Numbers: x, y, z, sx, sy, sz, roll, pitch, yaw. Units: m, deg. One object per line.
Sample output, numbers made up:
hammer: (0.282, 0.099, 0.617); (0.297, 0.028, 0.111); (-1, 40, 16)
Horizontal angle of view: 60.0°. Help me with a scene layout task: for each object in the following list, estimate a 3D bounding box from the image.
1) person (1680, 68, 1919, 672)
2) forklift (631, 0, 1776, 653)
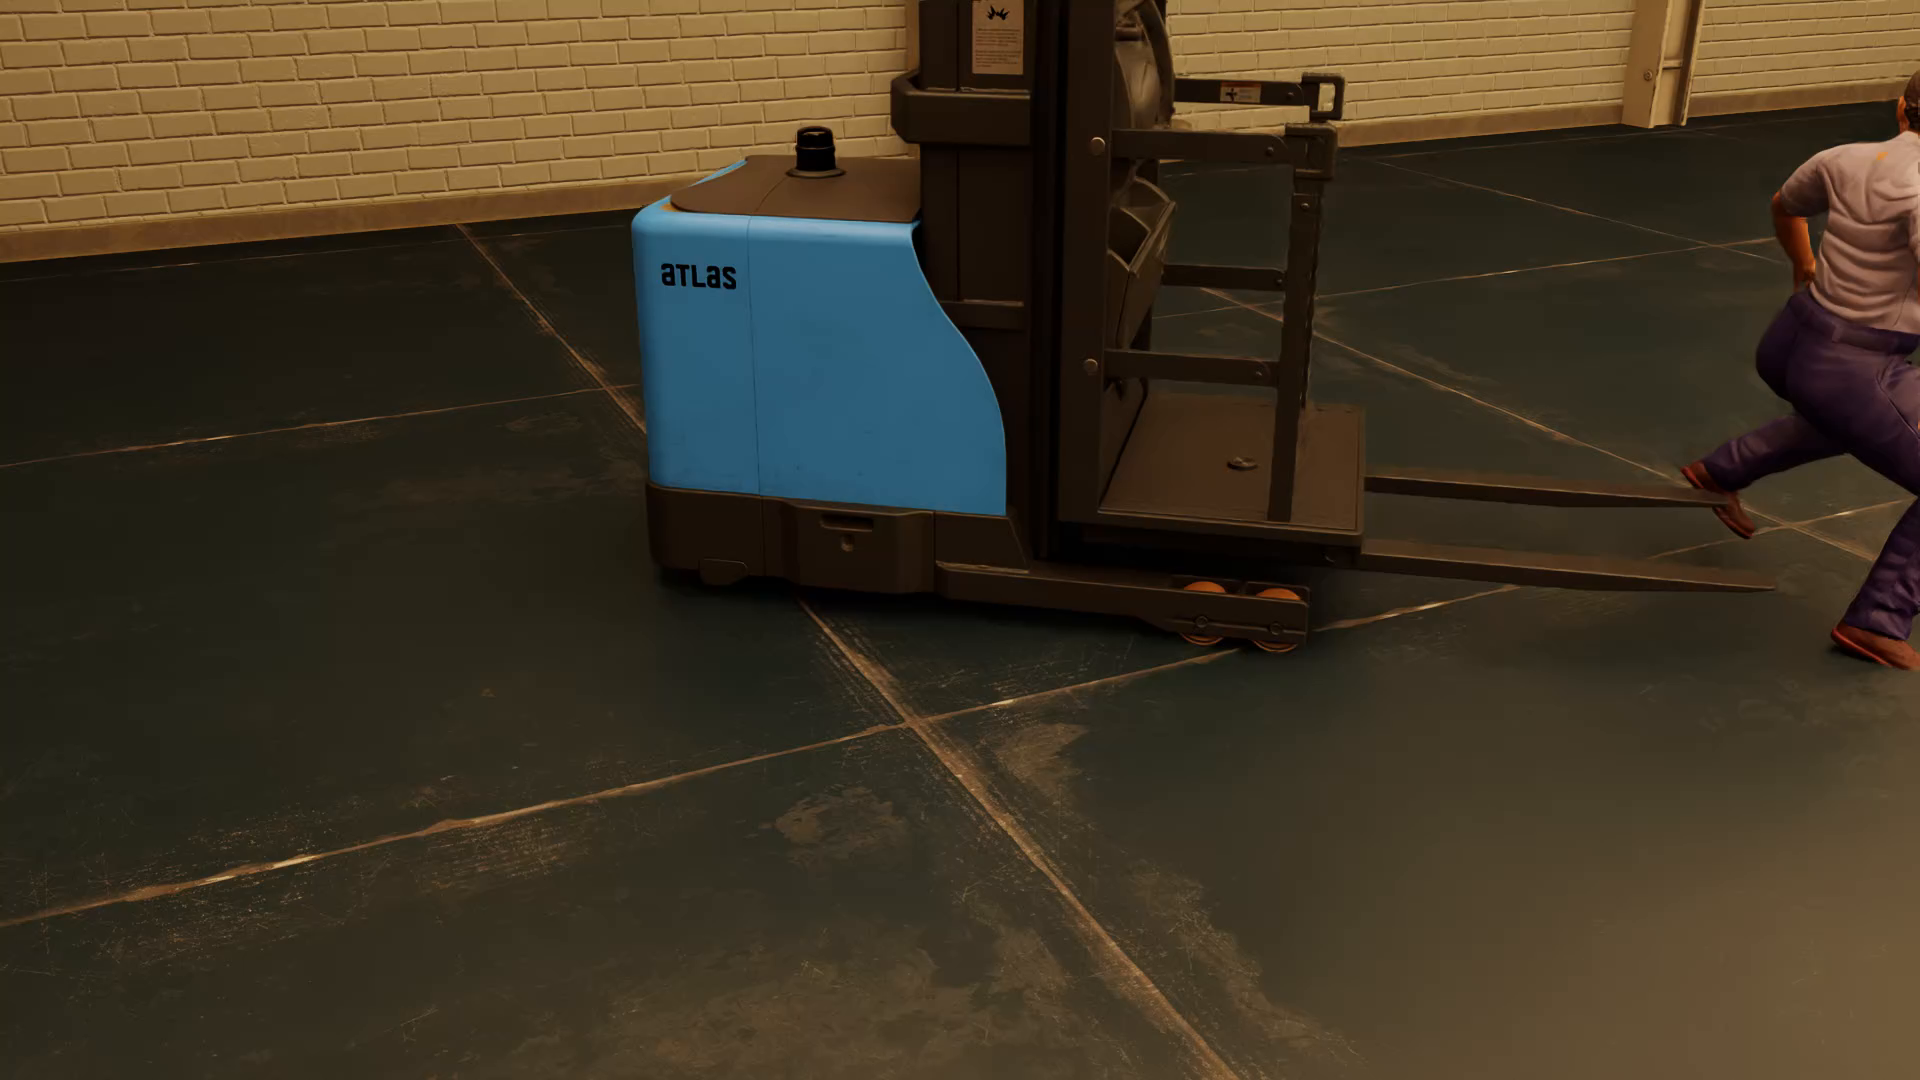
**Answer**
person: (2.379, -0.455, 4.322); (0.485, 1.544, 1.049); (0, 23, 1)
forklift: (0.678, -1.280, 4.368); (3.031, 2.935, 1.130); (5, 23, 12)
